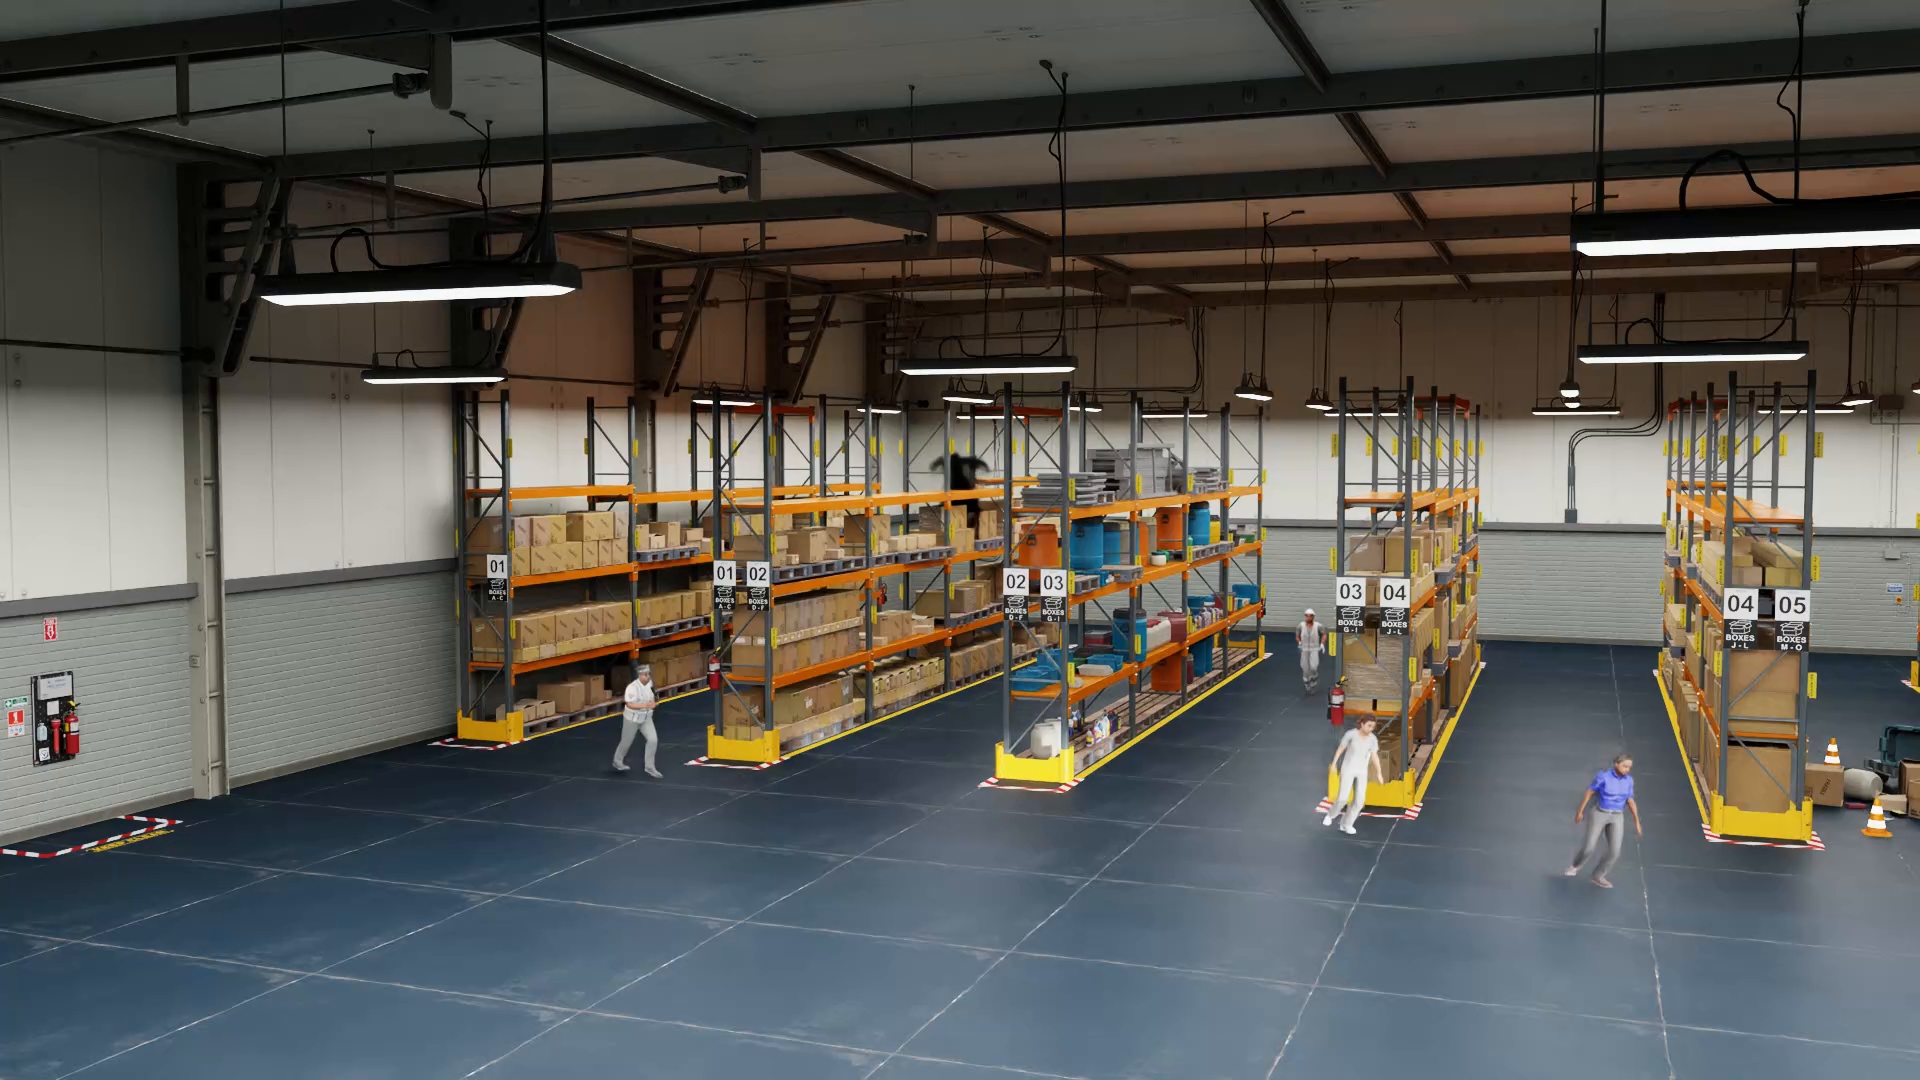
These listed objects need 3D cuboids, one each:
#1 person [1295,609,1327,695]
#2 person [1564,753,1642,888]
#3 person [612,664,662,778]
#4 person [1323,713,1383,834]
[{"bbox_3d":[7.108,2.269,33.730,0.606,1.758,0.769,1,3,18],"label":"person"},{"bbox_3d":[7.331,3.165,18.956,0.740,1.573,0.616,0,3,-3],"label":"person"},{"bbox_3d":[-4.924,2.744,25.404,1.001,1.753,0.666,3,4,40],"label":"person"},{"bbox_3d":[5.093,3.006,21.548,0.696,1.595,0.601,0,3,-7],"label":"person"}]
